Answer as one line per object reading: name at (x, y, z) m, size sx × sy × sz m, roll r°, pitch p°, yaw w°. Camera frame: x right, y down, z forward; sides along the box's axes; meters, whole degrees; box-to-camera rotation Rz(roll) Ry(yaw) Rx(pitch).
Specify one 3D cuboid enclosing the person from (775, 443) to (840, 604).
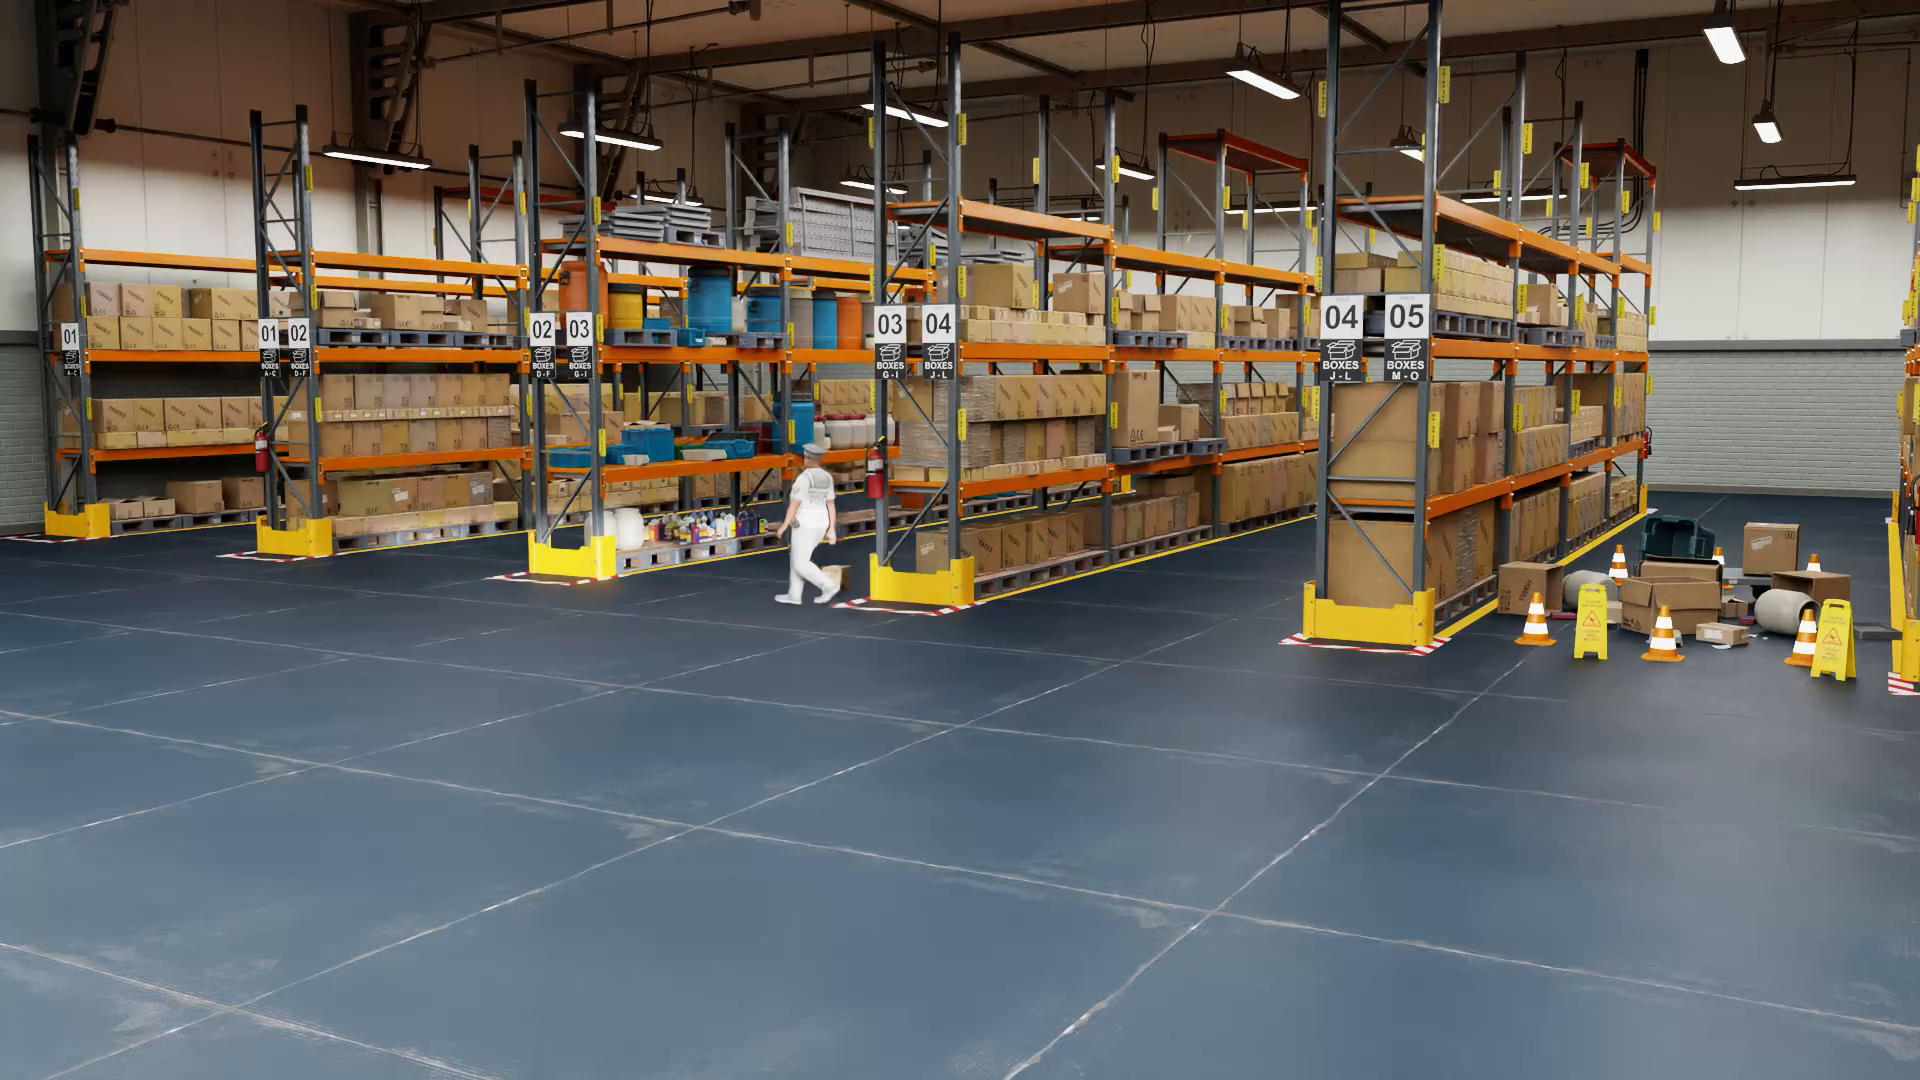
person at (-1.599, -0.158, 17.493) m, size 0.938 × 1.714 × 0.540 m, roll 3°, pitch 7°, yaw 30°
